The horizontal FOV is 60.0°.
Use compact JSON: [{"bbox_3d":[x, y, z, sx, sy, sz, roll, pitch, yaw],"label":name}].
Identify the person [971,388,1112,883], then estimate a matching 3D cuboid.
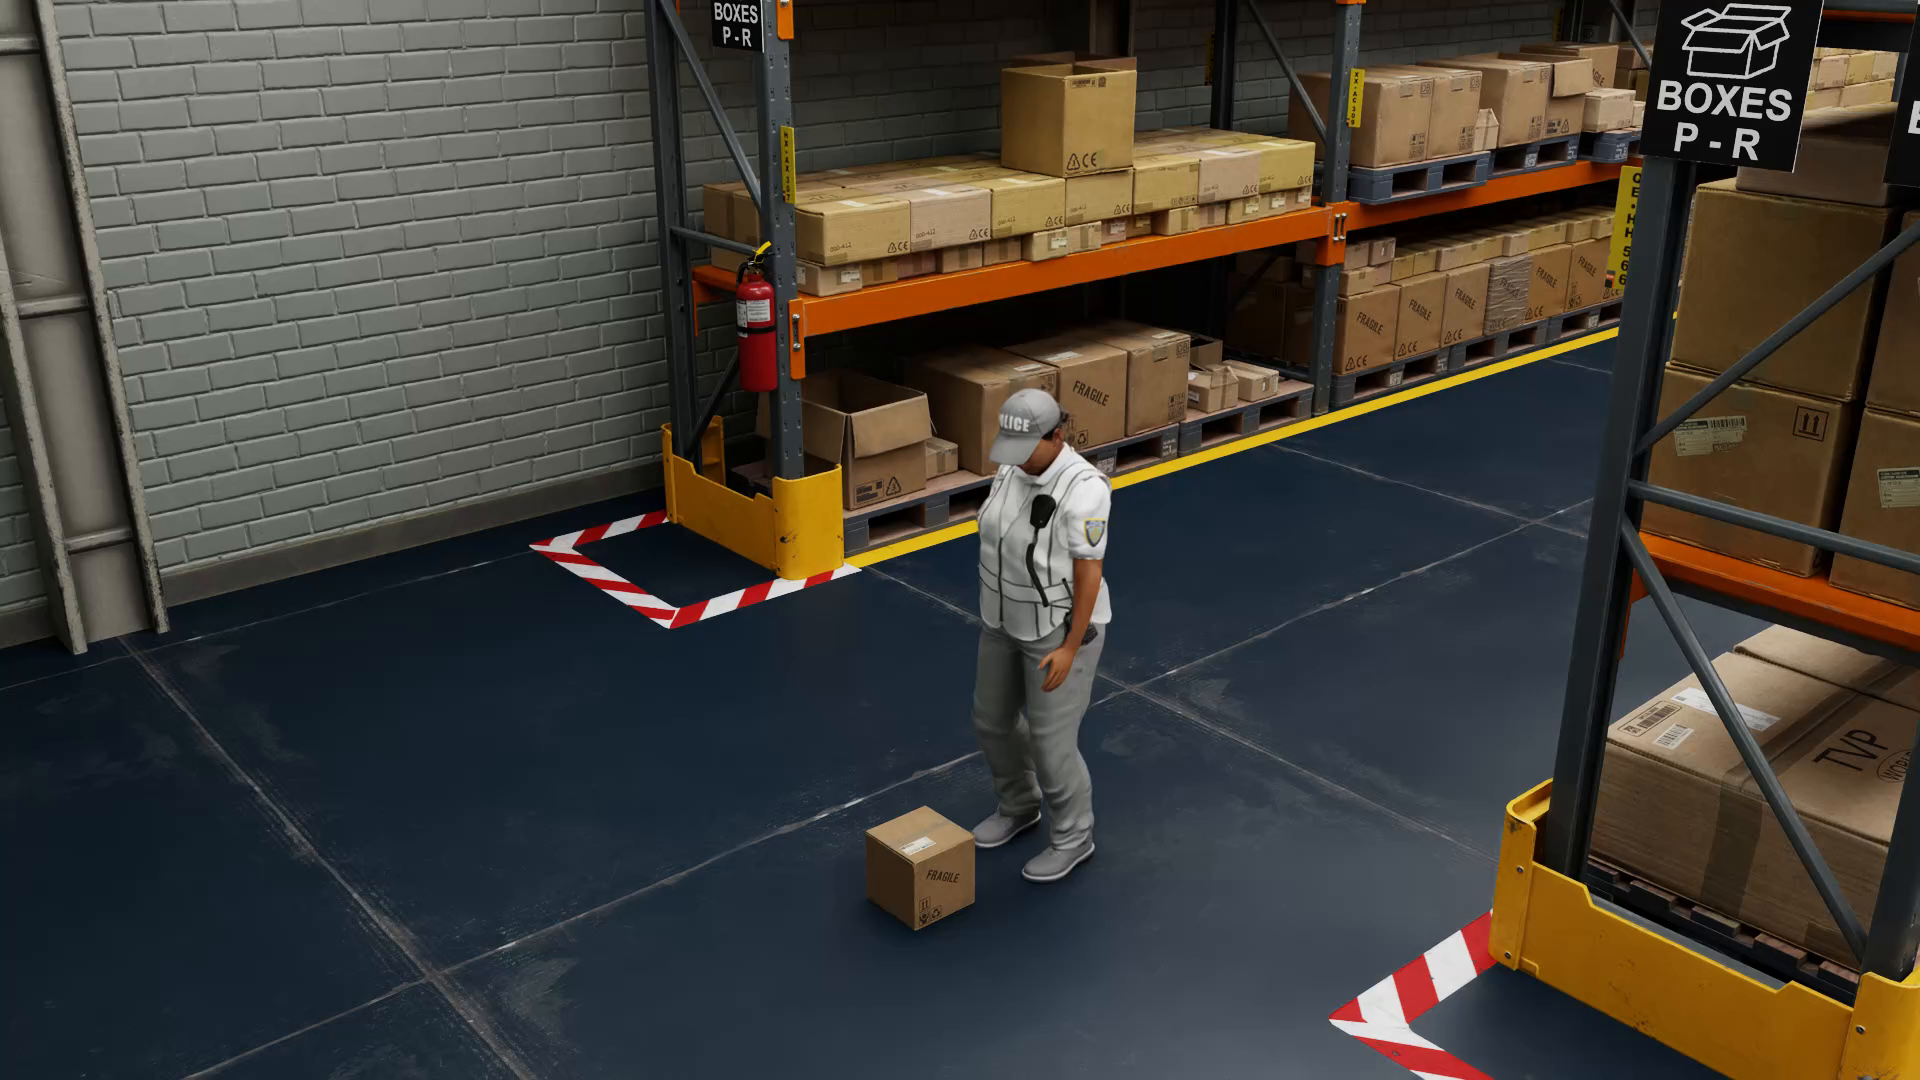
[{"bbox_3d":[0.258,0.300,5.350,0.429,1.643,0.483,-16,27,-36],"label":"person"}]
